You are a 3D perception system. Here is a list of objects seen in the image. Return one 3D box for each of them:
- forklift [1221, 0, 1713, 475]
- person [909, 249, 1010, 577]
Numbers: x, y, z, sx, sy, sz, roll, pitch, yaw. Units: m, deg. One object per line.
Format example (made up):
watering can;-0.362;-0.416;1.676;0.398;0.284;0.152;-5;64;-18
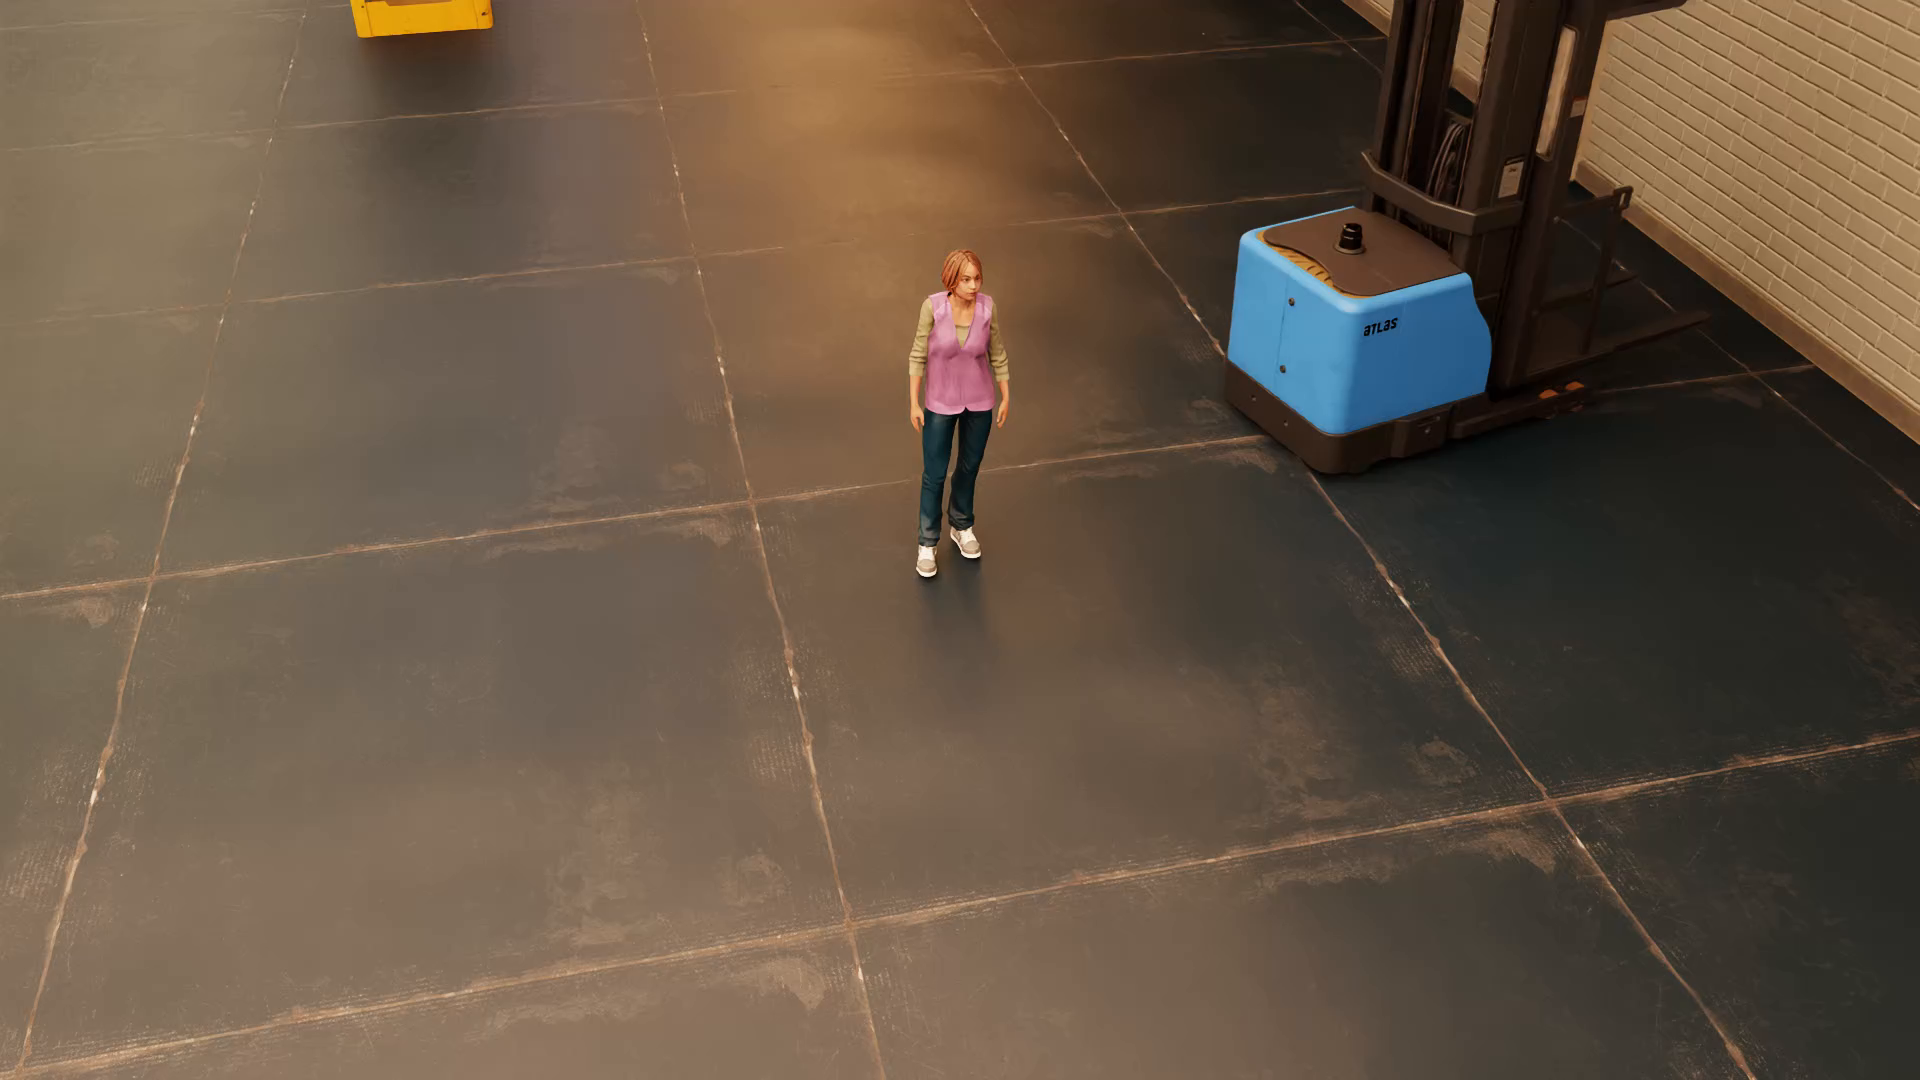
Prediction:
forklift;3.061;-2.139;9.023;3.031;2.935;1.130;-17;39;-22
person;0.003;-0.610;8.027;0.520;1.599;0.473;-8;36;-11
